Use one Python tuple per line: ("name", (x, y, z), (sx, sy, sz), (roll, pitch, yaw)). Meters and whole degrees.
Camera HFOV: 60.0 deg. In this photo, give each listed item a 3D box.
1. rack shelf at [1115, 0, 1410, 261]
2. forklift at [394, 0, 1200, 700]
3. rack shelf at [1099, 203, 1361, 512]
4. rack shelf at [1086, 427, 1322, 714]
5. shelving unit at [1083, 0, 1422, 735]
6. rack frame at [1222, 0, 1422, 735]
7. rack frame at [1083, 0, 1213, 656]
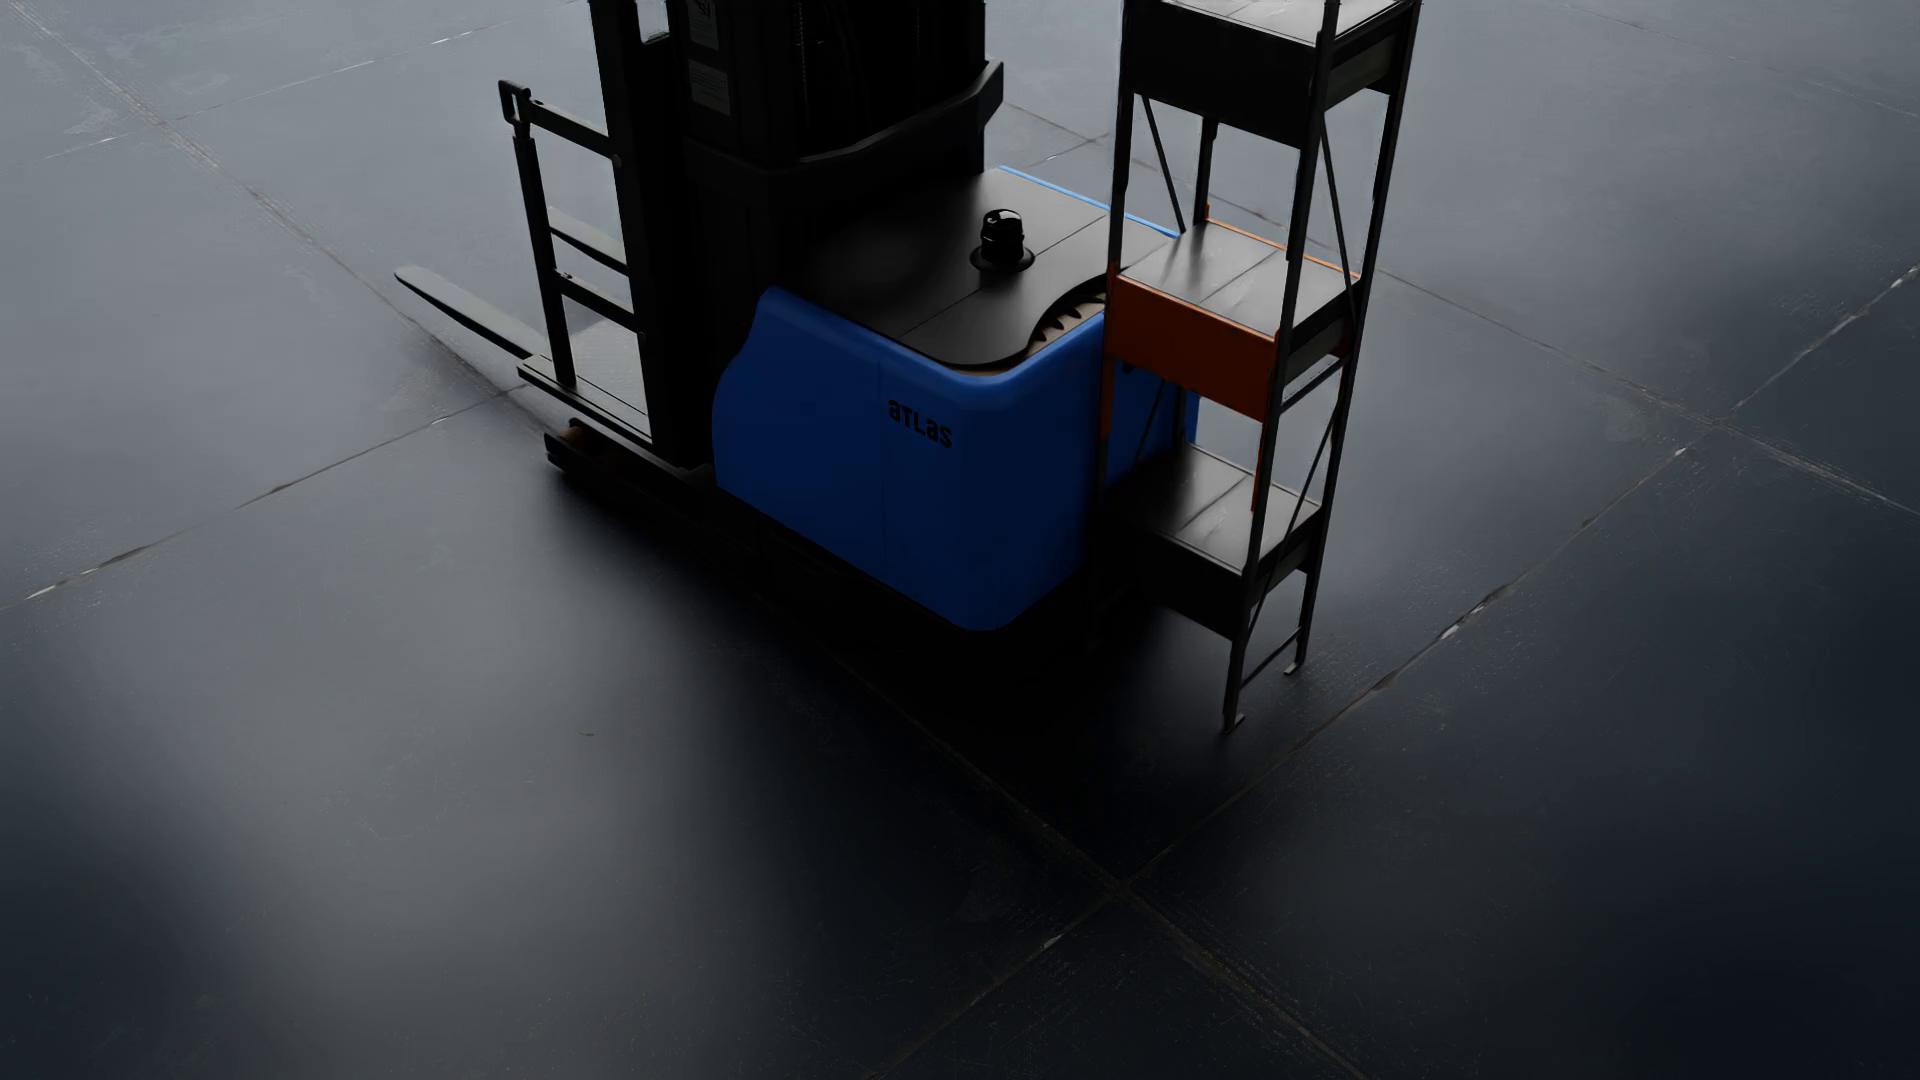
("rack shelf", (0.678, -1.010, 3.738), (0.480, 0.518, 0.431), (29, 47, 31))
("forklift", (-0.729, -1.488, 4.760), (3.031, 2.935, 1.130), (29, 47, 31))
("rack shelf", (0.678, -0.466, 4.177), (0.480, 0.518, 0.431), (29, 47, 31))
("rack shelf", (0.678, 0.079, 4.617), (0.480, 0.518, 0.431), (29, 47, 31))
("shelving unit", (0.678, -0.477, 4.169), (0.503, 2.100, 0.431), (29, 47, 31))
("rack frame", (0.861, -0.376, 4.044), (0.015, 2.100, 0.400), (29, 47, 31))
("rack frame", (0.494, -0.577, 4.294), (0.015, 2.100, 0.400), (29, 47, 31))
